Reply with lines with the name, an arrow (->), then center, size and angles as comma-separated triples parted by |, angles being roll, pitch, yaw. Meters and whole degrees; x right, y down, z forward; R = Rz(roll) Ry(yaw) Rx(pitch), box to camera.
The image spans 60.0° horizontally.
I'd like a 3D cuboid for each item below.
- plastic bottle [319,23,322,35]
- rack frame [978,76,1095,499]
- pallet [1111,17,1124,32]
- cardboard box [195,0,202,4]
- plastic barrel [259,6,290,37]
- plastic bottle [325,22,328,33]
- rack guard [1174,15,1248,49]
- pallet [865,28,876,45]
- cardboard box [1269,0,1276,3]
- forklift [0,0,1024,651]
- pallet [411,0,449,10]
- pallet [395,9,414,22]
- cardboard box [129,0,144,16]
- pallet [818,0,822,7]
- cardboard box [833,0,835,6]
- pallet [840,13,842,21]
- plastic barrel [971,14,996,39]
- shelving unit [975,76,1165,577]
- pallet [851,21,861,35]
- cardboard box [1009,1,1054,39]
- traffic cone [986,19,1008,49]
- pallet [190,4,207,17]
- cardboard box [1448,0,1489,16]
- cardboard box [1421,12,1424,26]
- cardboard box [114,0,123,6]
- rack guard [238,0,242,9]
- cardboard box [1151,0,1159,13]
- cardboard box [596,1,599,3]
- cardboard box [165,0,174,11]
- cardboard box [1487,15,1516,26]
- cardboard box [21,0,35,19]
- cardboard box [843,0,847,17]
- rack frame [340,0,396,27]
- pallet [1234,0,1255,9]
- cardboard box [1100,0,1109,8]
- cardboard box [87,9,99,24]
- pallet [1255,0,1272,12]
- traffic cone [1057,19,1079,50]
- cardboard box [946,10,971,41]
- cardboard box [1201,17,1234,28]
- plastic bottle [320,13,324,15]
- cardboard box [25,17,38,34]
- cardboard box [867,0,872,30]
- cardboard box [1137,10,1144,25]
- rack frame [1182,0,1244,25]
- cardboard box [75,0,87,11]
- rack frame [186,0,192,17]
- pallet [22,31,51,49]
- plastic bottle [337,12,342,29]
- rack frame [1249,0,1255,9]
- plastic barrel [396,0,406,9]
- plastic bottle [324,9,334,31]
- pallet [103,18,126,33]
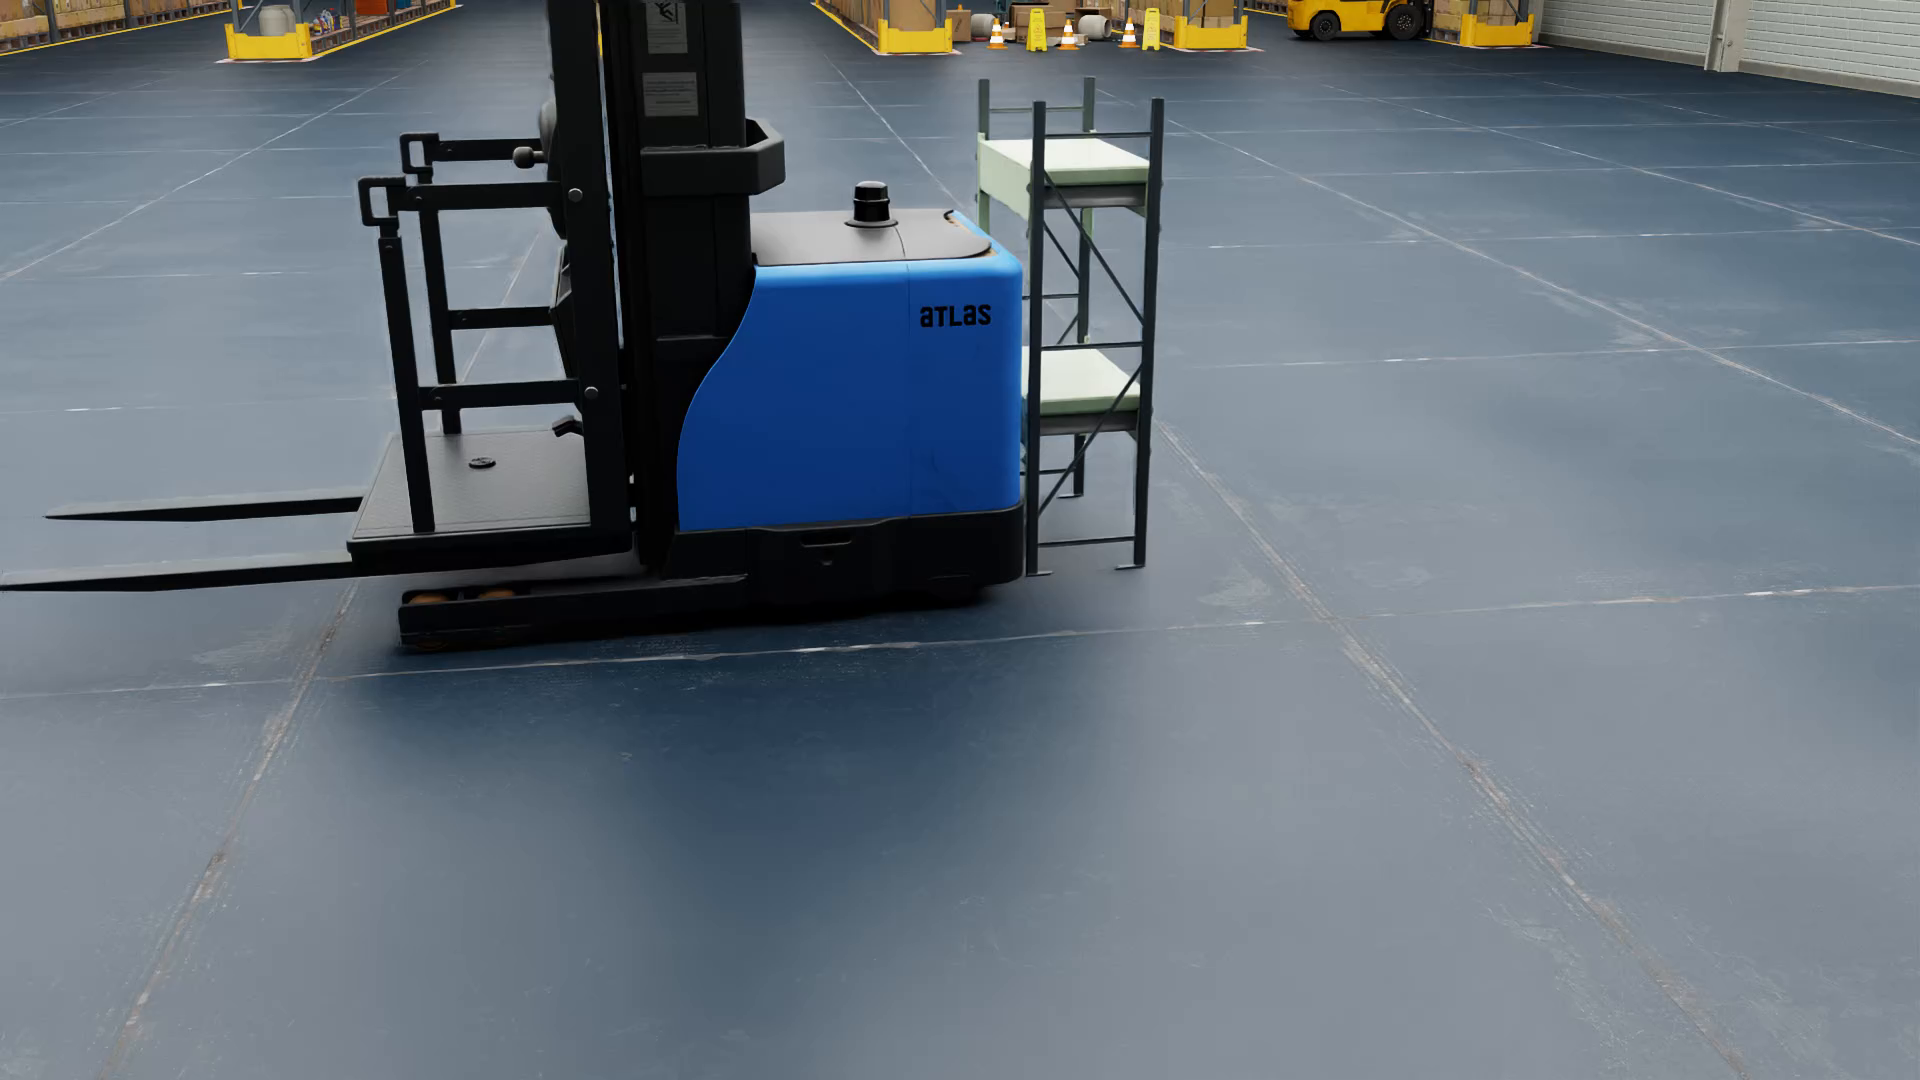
plastic bottle -> -10.514, -8.383, 27.245 | 0.097, 0.201, 0.097 | 0, 20, 0
rack frame -> 0.259, -0.851, 5.851 | 0.400, 1.500, 0.023 | -4, 21, -11
pallet -> 3.472, -9.906, 31.938 | 1.003, 0.211, 1.213 | -3, 21, -8
cardboard box -> -17.159, -12.049, 37.110 | 0.380, 0.166, 0.250 | -3, 21, -8
plastic barrel -> -10.716, -8.064, 25.975 | 0.421, 0.512, 0.421 | 0, 20, 0
plastic bottle -> -10.577, -8.535, 27.652 | 0.097, 0.201, 0.097 | 0, 20, 0
rack guard -> 4.151, -8.414, 27.529 | 1.175, 0.500, 0.348 | -3, 21, -8
pallet -> -1.087, -8.662, 28.606 | 1.003, 0.211, 1.213 | -3, 21, -8
cardboard box -> 7.345, -12.455, 37.748 | 0.500, 0.500, 0.500 | -4, 21, -9
forklift -> -1.371, -1.250, 4.875 | 3.031, 2.935, 1.130 | -4, 21, -11
pallet -> -12.772, -12.755, 39.564 | 1.003, 0.211, 1.213 | -3, 21, -8
pallet -> -12.026, -10.965, 34.771 | 1.003, 0.211, 1.213 | -3, 21, -8
cardboard box -> -16.384, -10.537, 32.585 | 0.500, 0.500, 0.500 | -2, 21, -5
pallet -> -2.935, -13.198, 40.750 | 1.003, 0.211, 1.213 | -3, 21, -8
cardboard box -> -2.529, -12.002, 36.536 | 0.500, 0.500, 0.500 | -2, 21, -5
pallet -> -1.986, -11.008, 34.887 | 1.003, 0.211, 1.213 | -3, 21, -8
plastic barrel -> 0.383, -9.136, 29.573 | 0.512, 0.421, 0.421 | 12, 24, 30
shelving unit -> 0.335, -0.726, 5.516 | 0.431, 1.500, 0.755 | -4, 21, -11
pallet -> -1.484, -9.616, 31.160 | 1.003, 0.211, 1.213 | -3, 21, -8
cardboard box -> 1.261, -9.256, 29.586 | 0.797, 0.637, 0.503 | -3, 21, -8
traffic cone -> 0.607, -8.341, 27.387 | 0.336, 0.463, 0.334 | -3, 21, -8
pallet -> -17.276, -11.646, 36.597 | 1.003, 0.211, 1.213 | -3, 21, -8
cardboard box -> 8.694, -9.106, 28.424 | 0.500, 0.250, 0.500 | -3, 21, -8
cardboard box -> 8.470, -9.390, 29.901 | 0.500, 0.250, 0.500 | -2, 21, -6
cardboard box -> -16.282, -10.332, 31.622 | 0.500, 0.311, 0.500 | -2, 21, -6
rack guard -> -17.743, -12.903, 39.547 | 1.175, 0.500, 0.348 | -3, 21, -8
cardboard box -> 3.644, -9.438, 28.957 | 0.500, 0.500, 0.500 | -3, 21, -9
cardboard box -> -5.909, -8.724, 27.760 | 0.500, 0.500, 0.500 | -1, 21, -3
cardboard box -> -16.688, -11.248, 34.490 | 0.500, 0.500, 0.500 | -3, 21, -7
cardboard box -> 9.196, -8.899, 28.584 | 0.500, 0.250, 0.500 | -3, 21, -8
cardboard box -> -15.681, -8.882, 27.467 | 0.500, 0.500, 0.500 | -3, 21, -8
cardboard box -> -1.747, -10.669, 32.608 | 1.050, 0.750, 0.750 | -3, 21, -7
rack frame -> -11.699, -11.579, 32.430 | 1.000, 3.000, 0.127 | -3, 21, -8
pallet -> 7.246, -12.896, 39.943 | 1.003, 0.211, 1.213 | -3, 21, -8
cardboard box -> 3.298, -10.580, 32.911 | 0.950, 0.372, 0.625 | -2, 21, -6
cardboard box -> -16.060, -9.538, 30.297 | 0.500, 0.250, 0.500 | -3, 21, -7
pallet -> 7.498, -12.379, 38.558 | 1.003, 0.211, 1.213 | -3, 21, -8
traffic cone -> 1.774, -8.280, 27.224 | 0.336, 0.463, 0.334 | -3, 21, -8
cardboard box -> -0.059, -9.003, 29.103 | 0.500, 0.500, 0.500 | 1, 20, 2
cardboard box -> 4.319, -8.760, 28.214 | 0.500, 0.250, 0.500 | -3, 21, -8
plastic bottle -> -10.859, -8.833, 28.342 | 0.152, 0.276, 0.135 | -3, 21, -8
cardboard box -> -15.679, -8.531, 27.599 | 0.500, 0.250, 0.500 | -3, 21, -8
cardboard box -> -1.143, -9.327, 28.837 | 0.875, 0.875, 0.875 | -3, 21, -7
cardboard box -> 3.491, -9.450, 30.060 | 0.500, 0.250, 0.500 | -2, 21, -5
rack frame -> 4.162, -9.558, 27.021 | 1.000, 3.000, 0.127 | -3, 21, -8
cardboard box -> -15.980, -9.625, 29.727 | 0.500, 0.311, 0.500 | -4, 21, -10
rack frame -> -17.178, -12.715, 35.472 | 1.000, 3.000, 0.127 | -3, 21, -8
pallet -> -15.951, -8.361, 27.801 | 1.003, 0.211, 1.213 | -3, 21, -8
plastic bottle -> -10.726, -8.977, 28.719 | 0.061, 0.283, 0.133 | -2, 21, -5
rack frame -> 7.344, -13.965, 38.819 | 1.000, 3.000, 0.127 | -3, 21, -8
plastic barrel -> -12.112, -11.743, 35.269 | 0.600, 0.901, 0.708 | -3, 21, -8
plastic bottle -> -10.670, -8.772, 28.073 | 0.144, 0.351, 0.185 | -3, 21, -8
pallet -> -16.521, -9.737, 31.484 | 1.003, 0.211, 1.213 | -3, 21, -8
